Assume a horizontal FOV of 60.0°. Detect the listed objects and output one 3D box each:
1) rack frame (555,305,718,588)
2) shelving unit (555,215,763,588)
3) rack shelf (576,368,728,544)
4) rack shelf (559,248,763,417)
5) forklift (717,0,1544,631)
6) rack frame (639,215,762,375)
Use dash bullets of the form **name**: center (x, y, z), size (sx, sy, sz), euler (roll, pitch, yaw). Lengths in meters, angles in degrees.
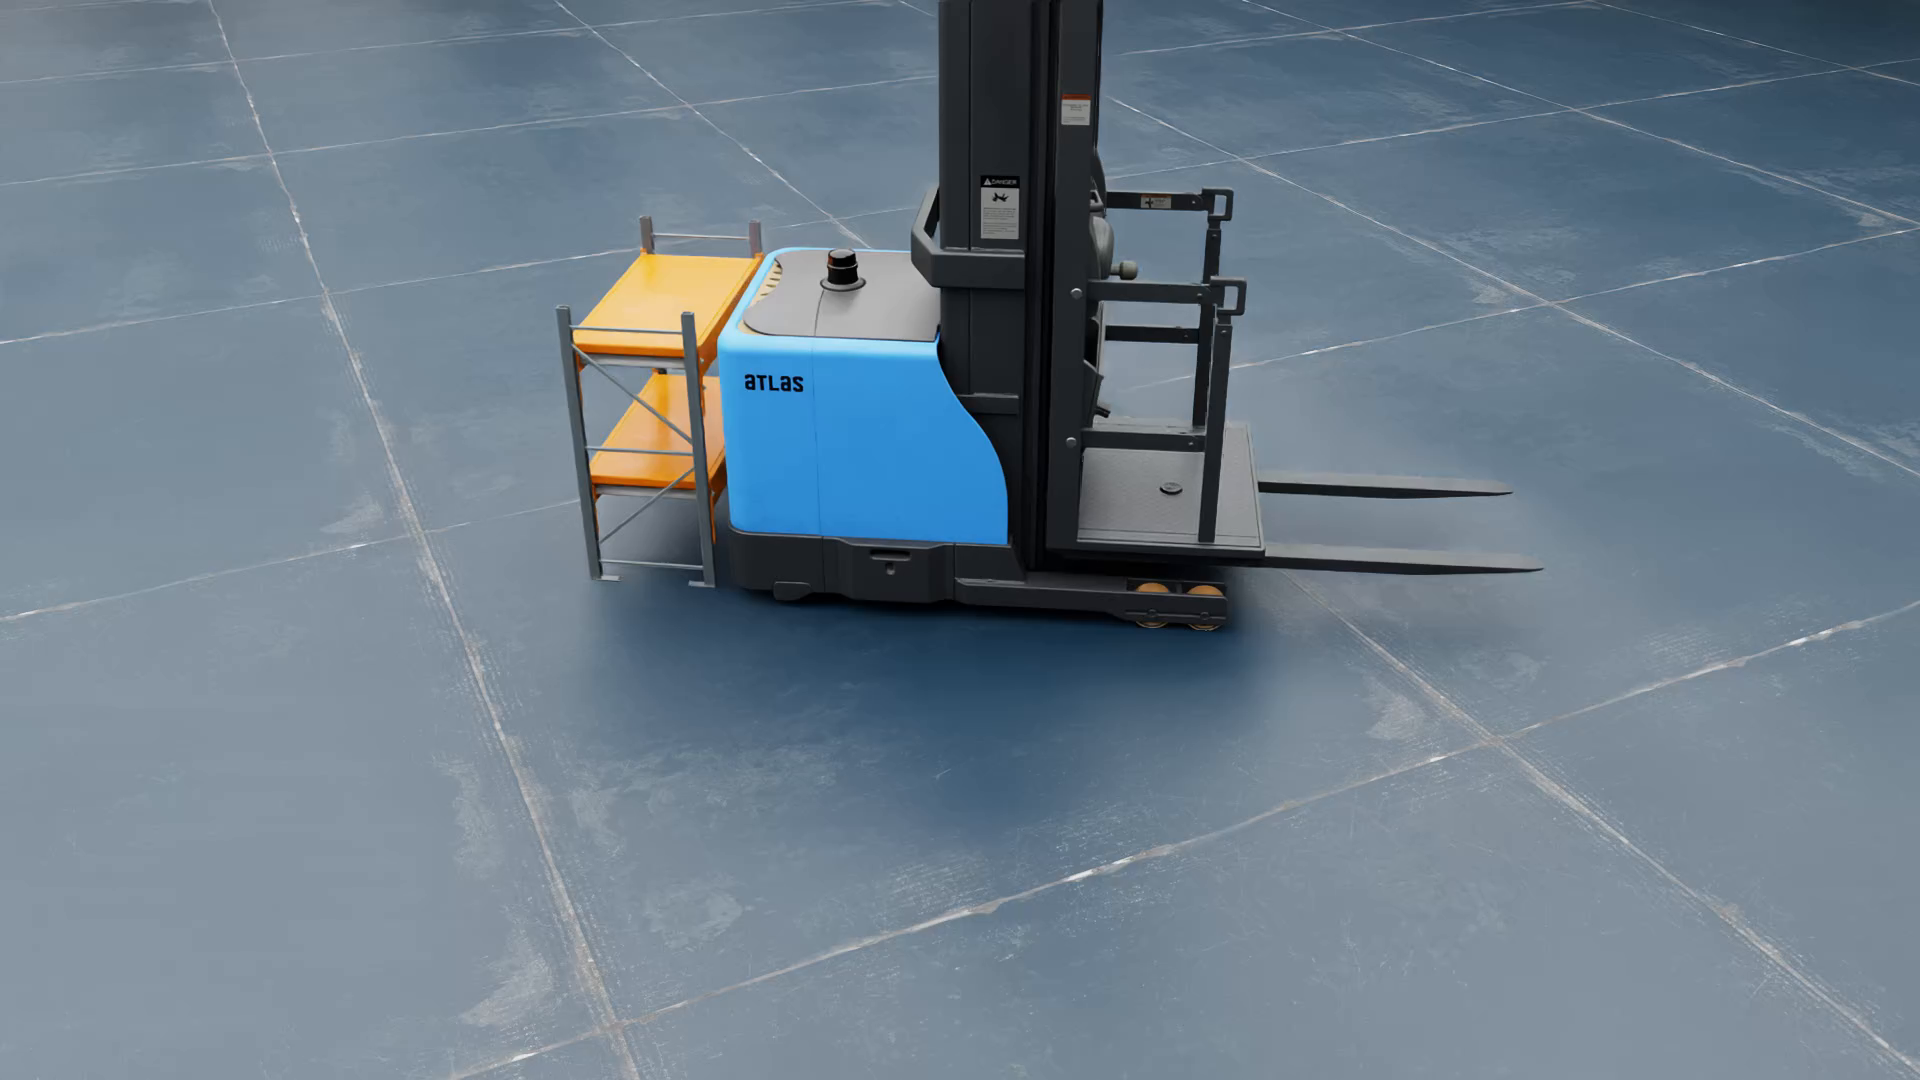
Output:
- **rack frame**: center (-1.191, -0.328, 6.183), size (0.500, 1.125, 0.032), euler (3, 29, 6)
- **shelving unit**: center (-1.126, -0.574, 6.623), size (0.538, 1.125, 1.048), euler (3, 29, 6)
- **rack shelf**: center (-1.126, -0.361, 6.743), size (0.538, 0.278, 1.000), euler (3, 29, 6)
- **rack shelf**: center (-1.127, -0.830, 6.480), size (0.538, 0.278, 1.000), euler (3, 29, 6)
- **forklift**: center (0.675, -1.215, 5.921), size (3.031, 2.935, 1.130), euler (3, 29, 5)
- **rack frame**: center (-1.062, -0.821, 7.063), size (0.500, 1.125, 0.032), euler (3, 29, 6)
